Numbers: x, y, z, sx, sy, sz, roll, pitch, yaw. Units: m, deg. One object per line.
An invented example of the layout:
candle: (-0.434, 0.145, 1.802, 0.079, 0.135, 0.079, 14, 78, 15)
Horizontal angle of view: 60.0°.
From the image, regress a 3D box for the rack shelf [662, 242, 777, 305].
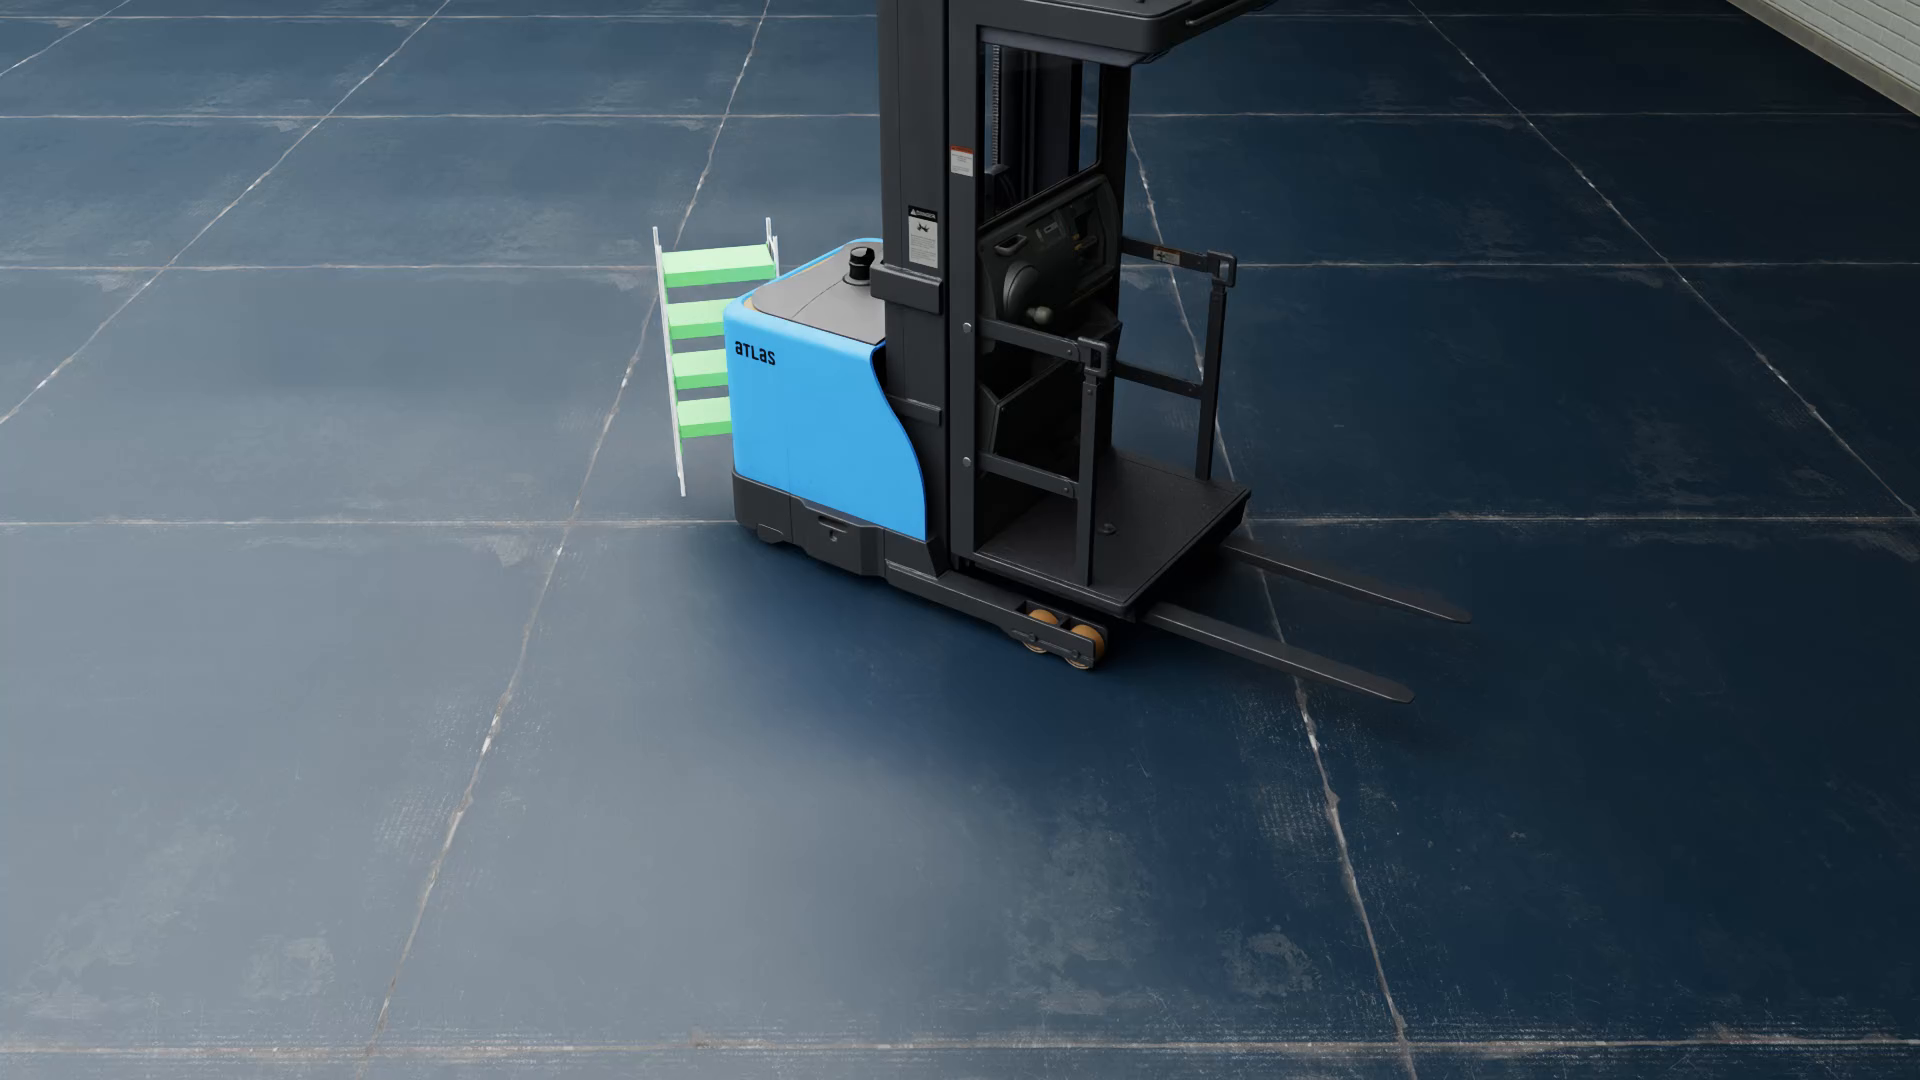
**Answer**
rack shelf: (-1.048, -1.157, 7.198, 0.480, 0.148, 0.258, -7, 32, -11)

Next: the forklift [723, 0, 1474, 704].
forklift: (0.522, -1.070, 6.188, 3.031, 2.935, 1.130, 19, 36, 29)

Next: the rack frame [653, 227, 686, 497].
rack frame: (-1.286, -0.772, 7.366, 0.015, 1.200, 0.240, -7, 32, -11)

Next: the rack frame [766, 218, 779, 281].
rack frame: (-0.811, -0.830, 7.462, 0.015, 1.200, 0.240, -7, 32, -11)

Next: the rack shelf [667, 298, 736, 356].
rack shelf: (-1.048, -0.952, 7.323, 0.480, 0.148, 0.258, -7, 32, -11)

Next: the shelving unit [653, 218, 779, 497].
shelving unit: (-1.048, -0.801, 7.414, 0.503, 1.200, 0.258, -7, 32, -11)

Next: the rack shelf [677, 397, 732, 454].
rack shelf: (-1.048, -0.542, 7.572, 0.480, 0.148, 0.258, -7, 32, -11)

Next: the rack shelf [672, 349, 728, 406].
rack shelf: (-1.048, -0.747, 7.447, 0.480, 0.148, 0.258, -7, 32, -11)
